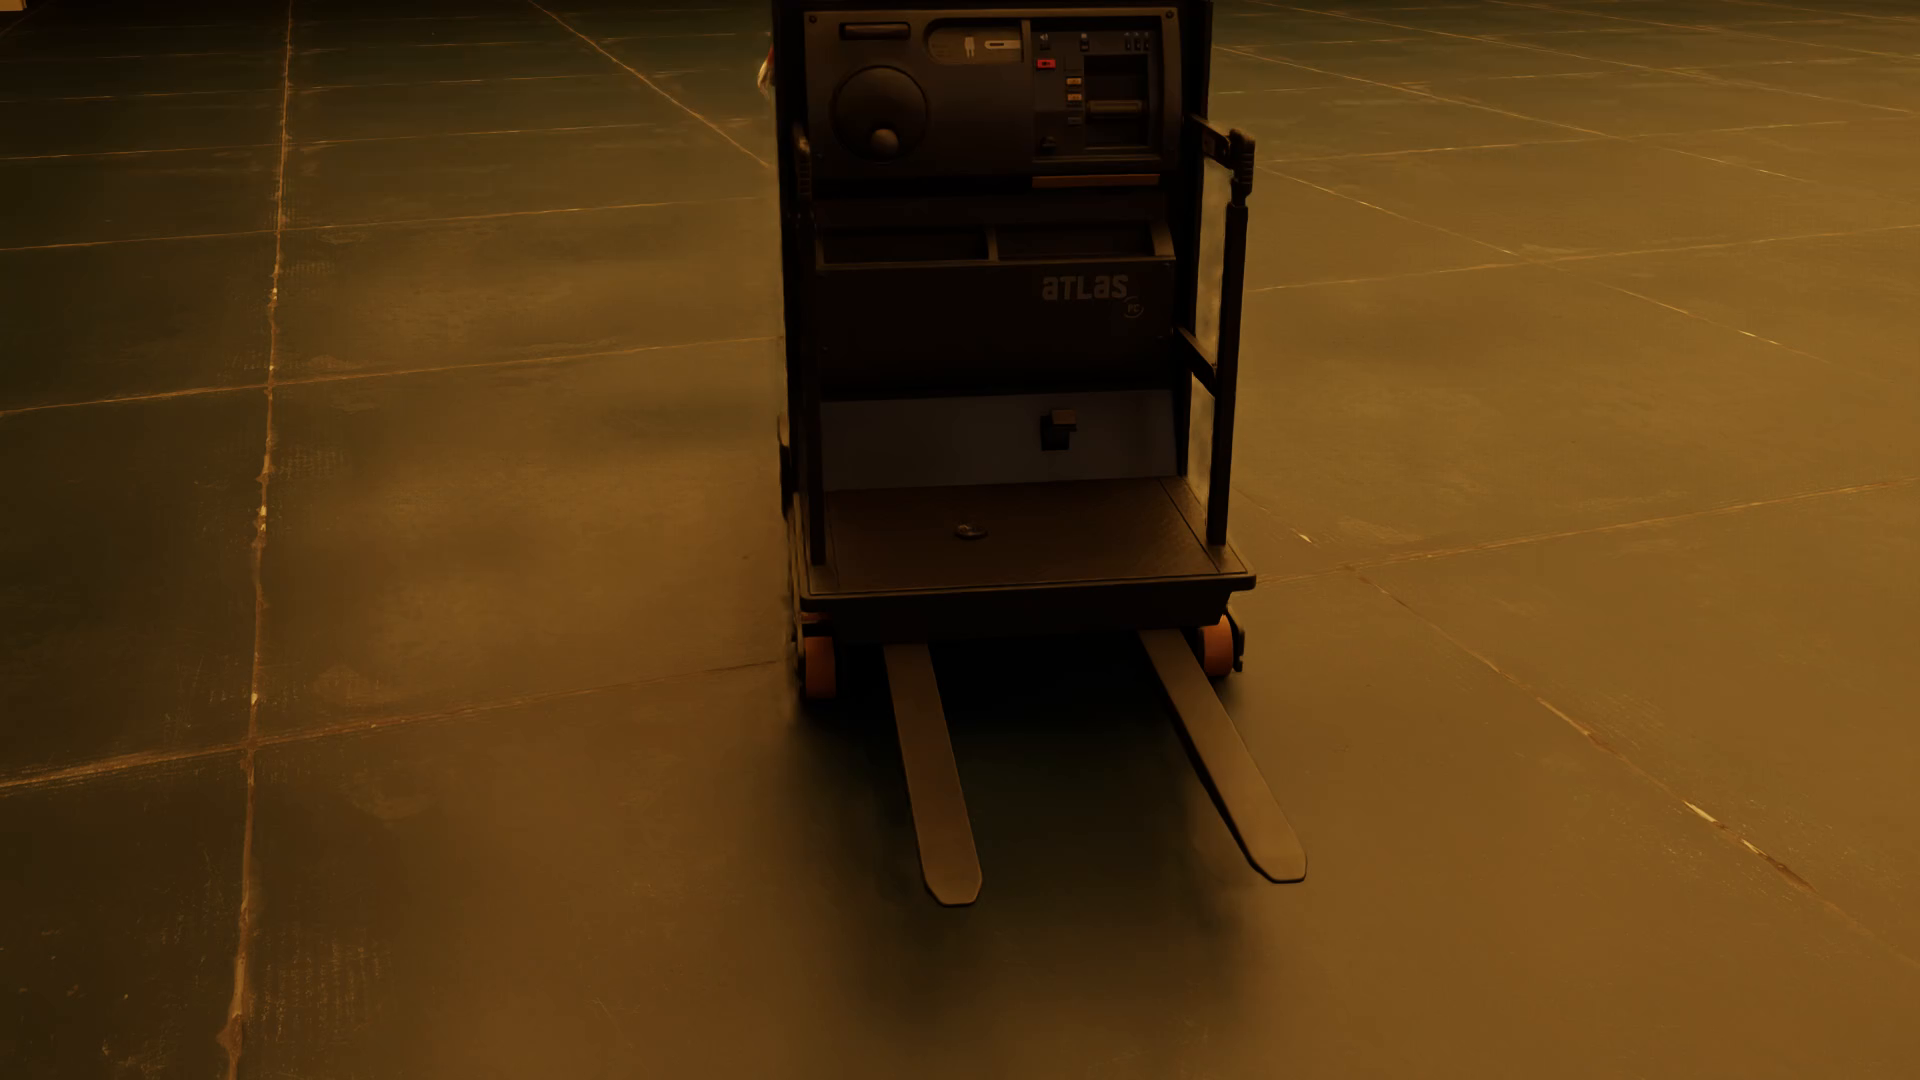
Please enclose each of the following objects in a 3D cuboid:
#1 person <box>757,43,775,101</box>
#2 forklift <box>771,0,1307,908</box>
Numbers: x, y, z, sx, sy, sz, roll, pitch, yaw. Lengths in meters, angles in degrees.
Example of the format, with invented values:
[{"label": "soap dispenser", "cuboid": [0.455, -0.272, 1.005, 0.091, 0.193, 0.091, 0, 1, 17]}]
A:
[{"label": "person", "cuboid": [-0.482, -2.100, 7.795, 0.812, 1.766, 0.590, -13, 26, -28]}, {"label": "forklift", "cuboid": [0.113, -1.093, 3.898, 1.130, 2.935, 3.031, -3, 23, -6]}]
